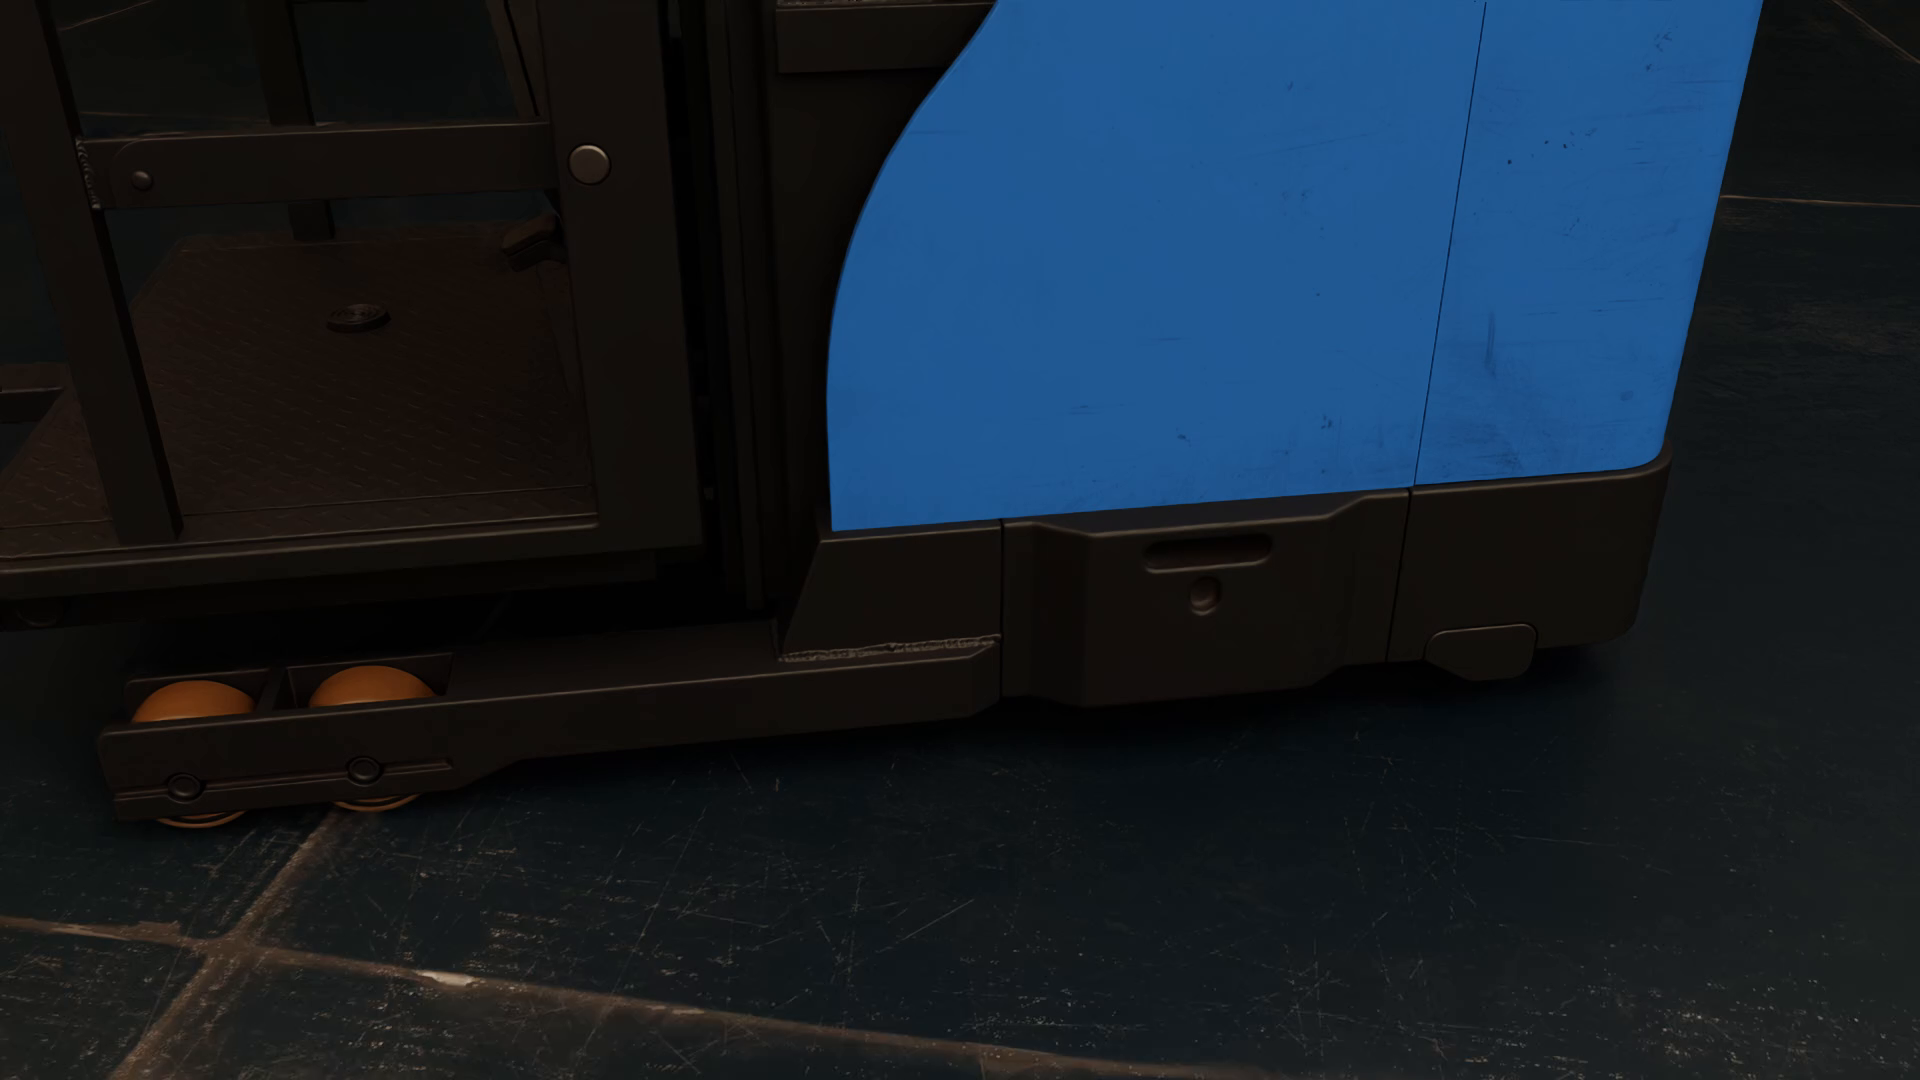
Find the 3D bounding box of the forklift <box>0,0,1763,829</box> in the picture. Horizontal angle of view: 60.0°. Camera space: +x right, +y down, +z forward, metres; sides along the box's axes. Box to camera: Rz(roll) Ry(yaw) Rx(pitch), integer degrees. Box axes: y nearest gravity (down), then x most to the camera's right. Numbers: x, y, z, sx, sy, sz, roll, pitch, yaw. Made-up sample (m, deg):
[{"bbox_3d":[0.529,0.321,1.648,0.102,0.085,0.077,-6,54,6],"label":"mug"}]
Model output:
[{"bbox_3d":[-0.674,-1.228,1.691,3.031,2.935,1.130,-5,29,-8],"label":"forklift"}]
